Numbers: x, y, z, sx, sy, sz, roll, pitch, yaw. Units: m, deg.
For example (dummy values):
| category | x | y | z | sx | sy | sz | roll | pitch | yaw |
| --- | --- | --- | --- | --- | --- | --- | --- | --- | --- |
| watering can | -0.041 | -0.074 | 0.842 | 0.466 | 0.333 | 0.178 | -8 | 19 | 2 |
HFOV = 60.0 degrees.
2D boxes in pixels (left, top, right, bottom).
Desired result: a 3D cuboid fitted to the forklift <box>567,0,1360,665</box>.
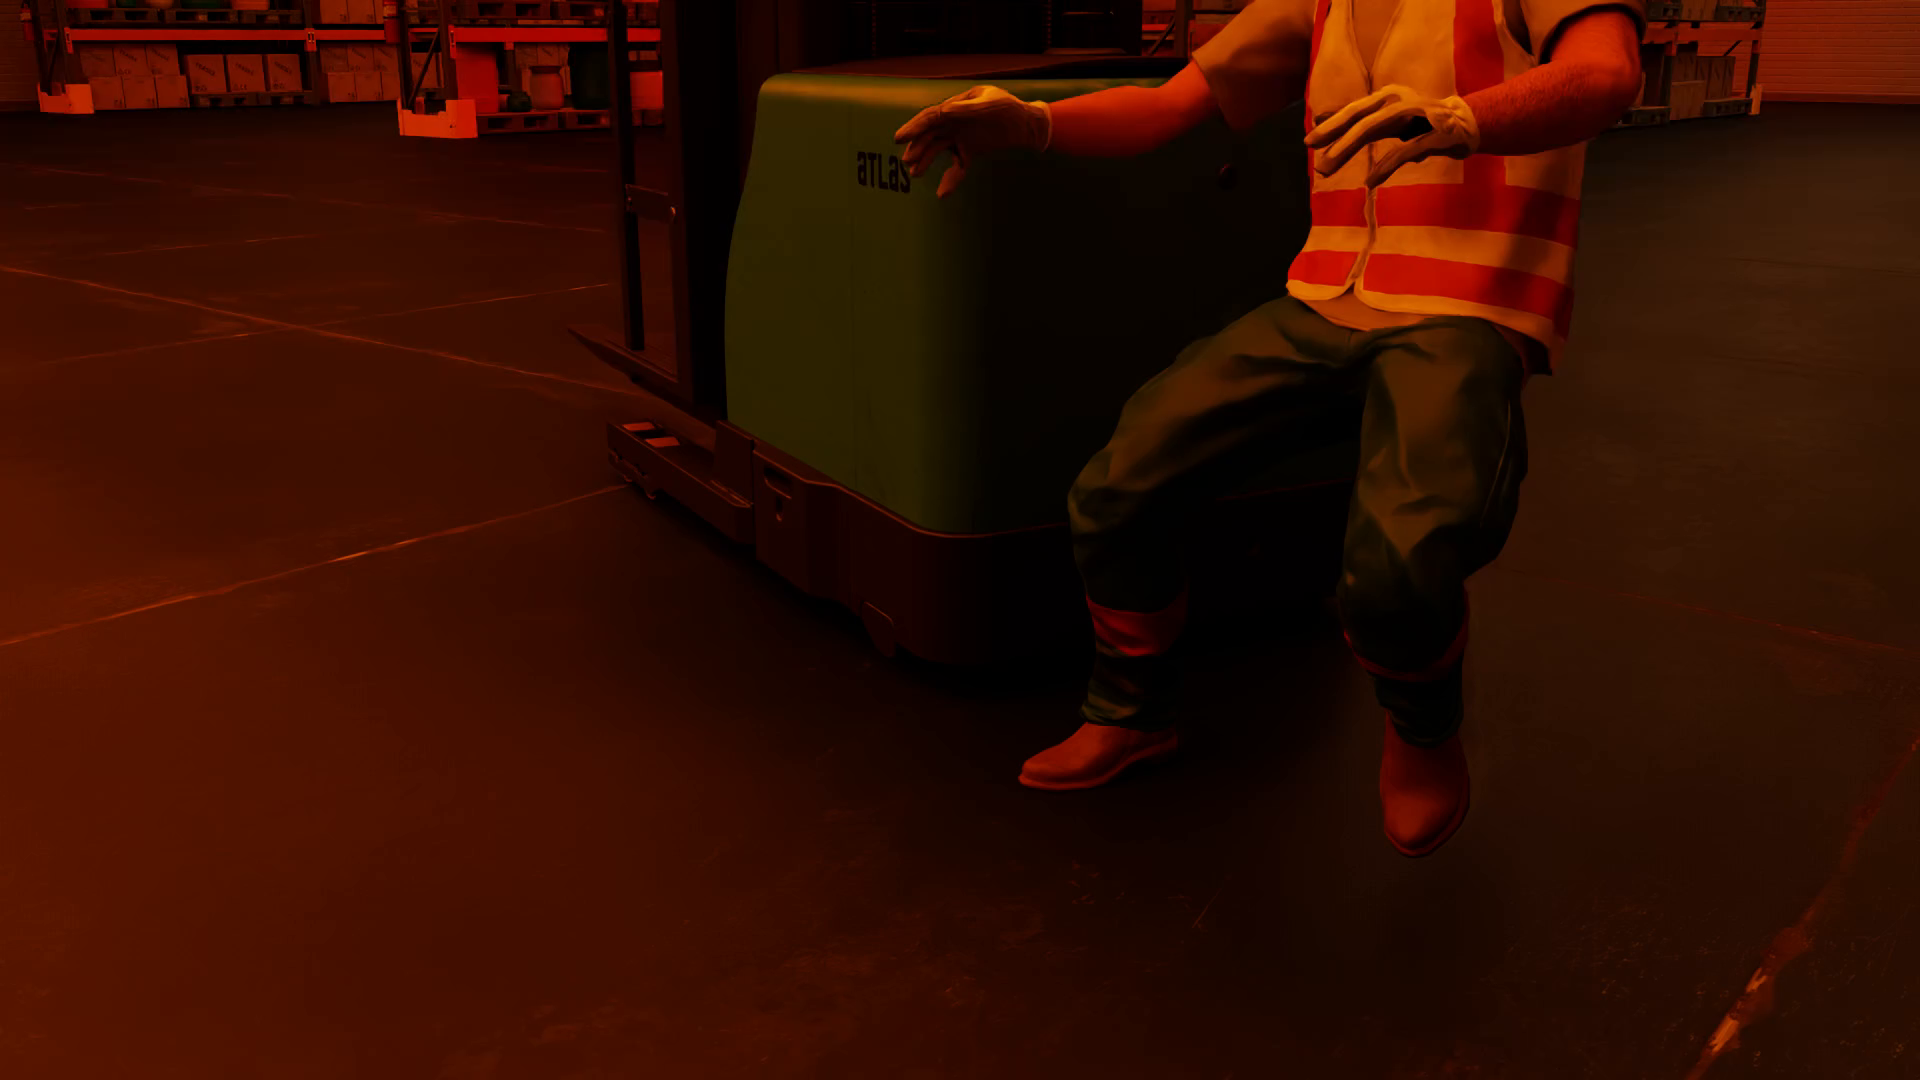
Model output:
| category | x | y | z | sx | sy | sz | roll | pitch | yaw |
| --- | --- | --- | --- | --- | --- | --- | --- | --- | --- |
| forklift | -0.288 | -1.559 | 4.031 | 1.130 | 2.935 | 3.031 | -9 | 19 | -27 |

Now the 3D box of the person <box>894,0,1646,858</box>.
| category | x | y | z | sx | sy | sz | roll | pitch | yaw |
| --- | --- | --- | --- | --- | --- | --- | --- | --- | --- |
| person | 0.446 | -0.313 | 2.255 | 0.769 | 1.607 | 0.817 | -13 | 21 | -36 |
